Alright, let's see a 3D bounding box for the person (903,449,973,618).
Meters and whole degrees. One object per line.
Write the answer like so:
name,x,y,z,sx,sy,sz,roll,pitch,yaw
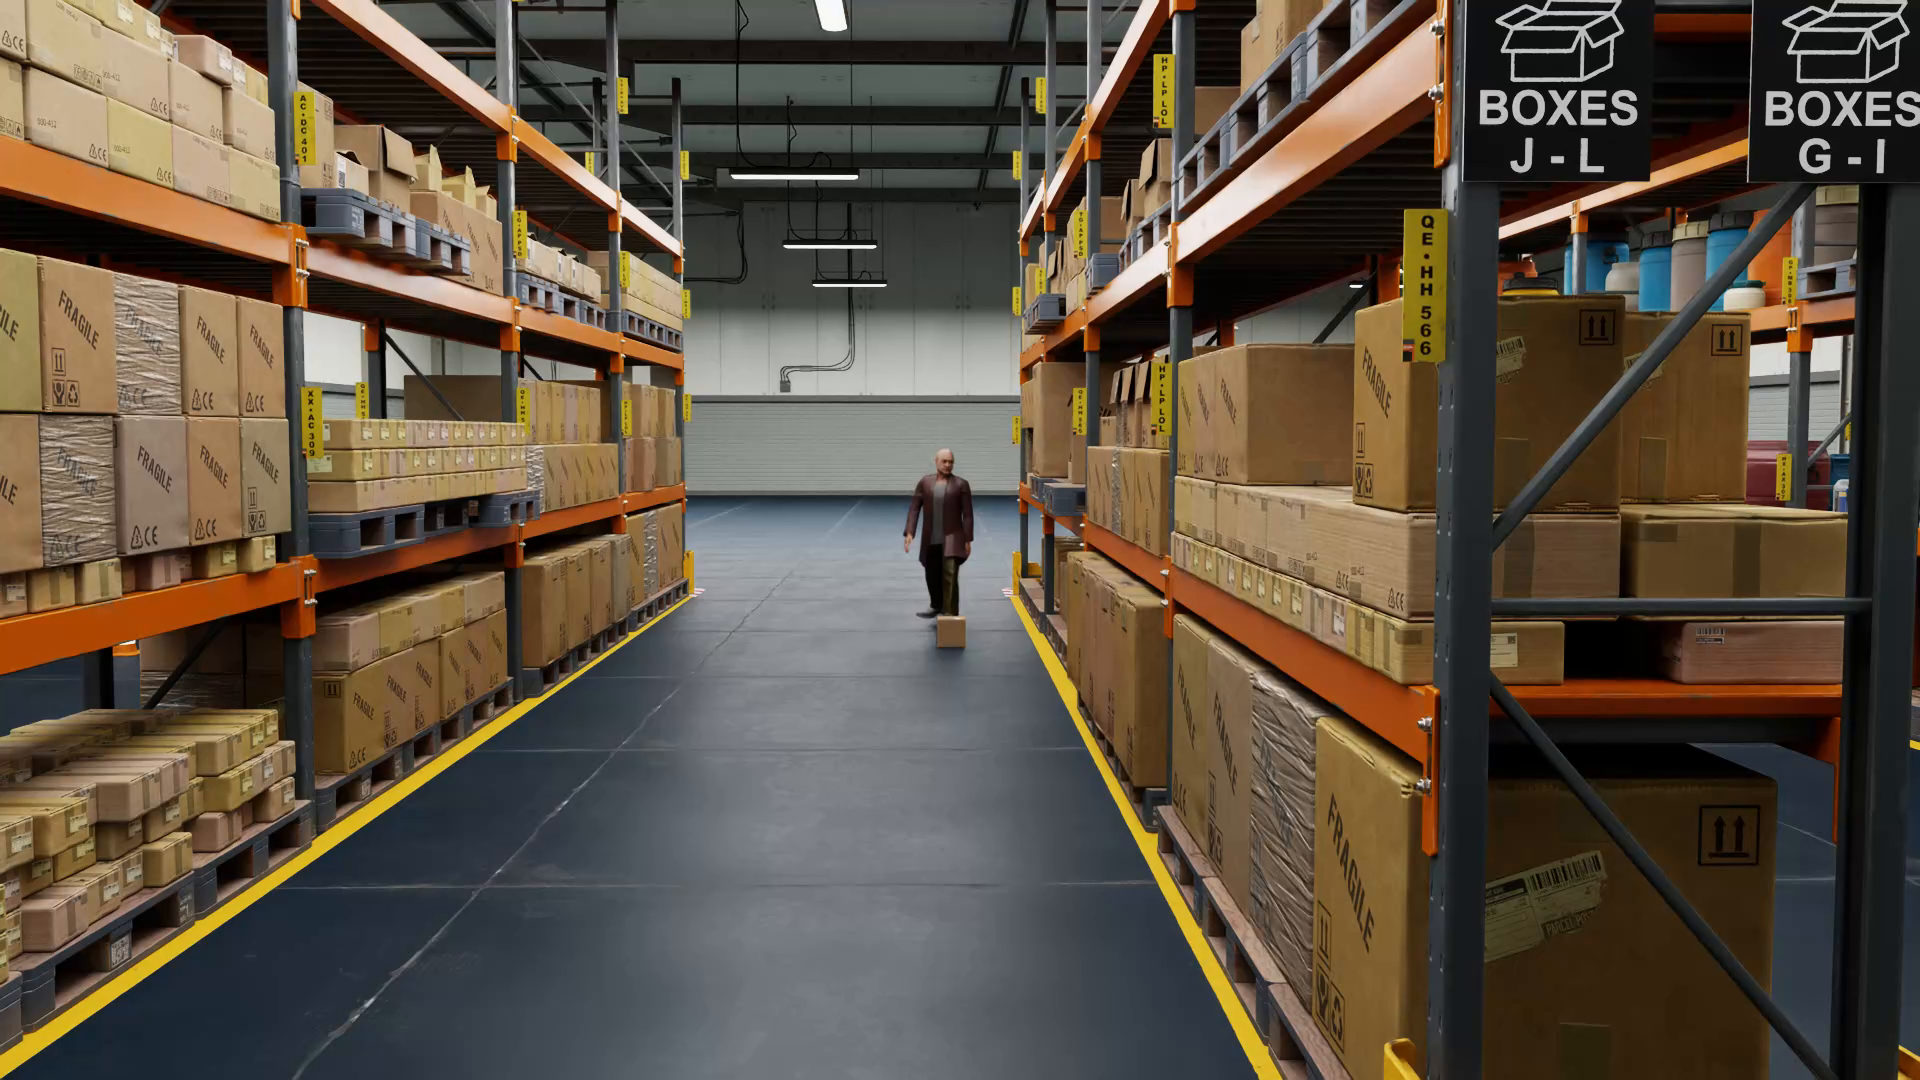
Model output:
person,-0.218,0.083,16.094,0.702,1.537,1.087,1,4,21
